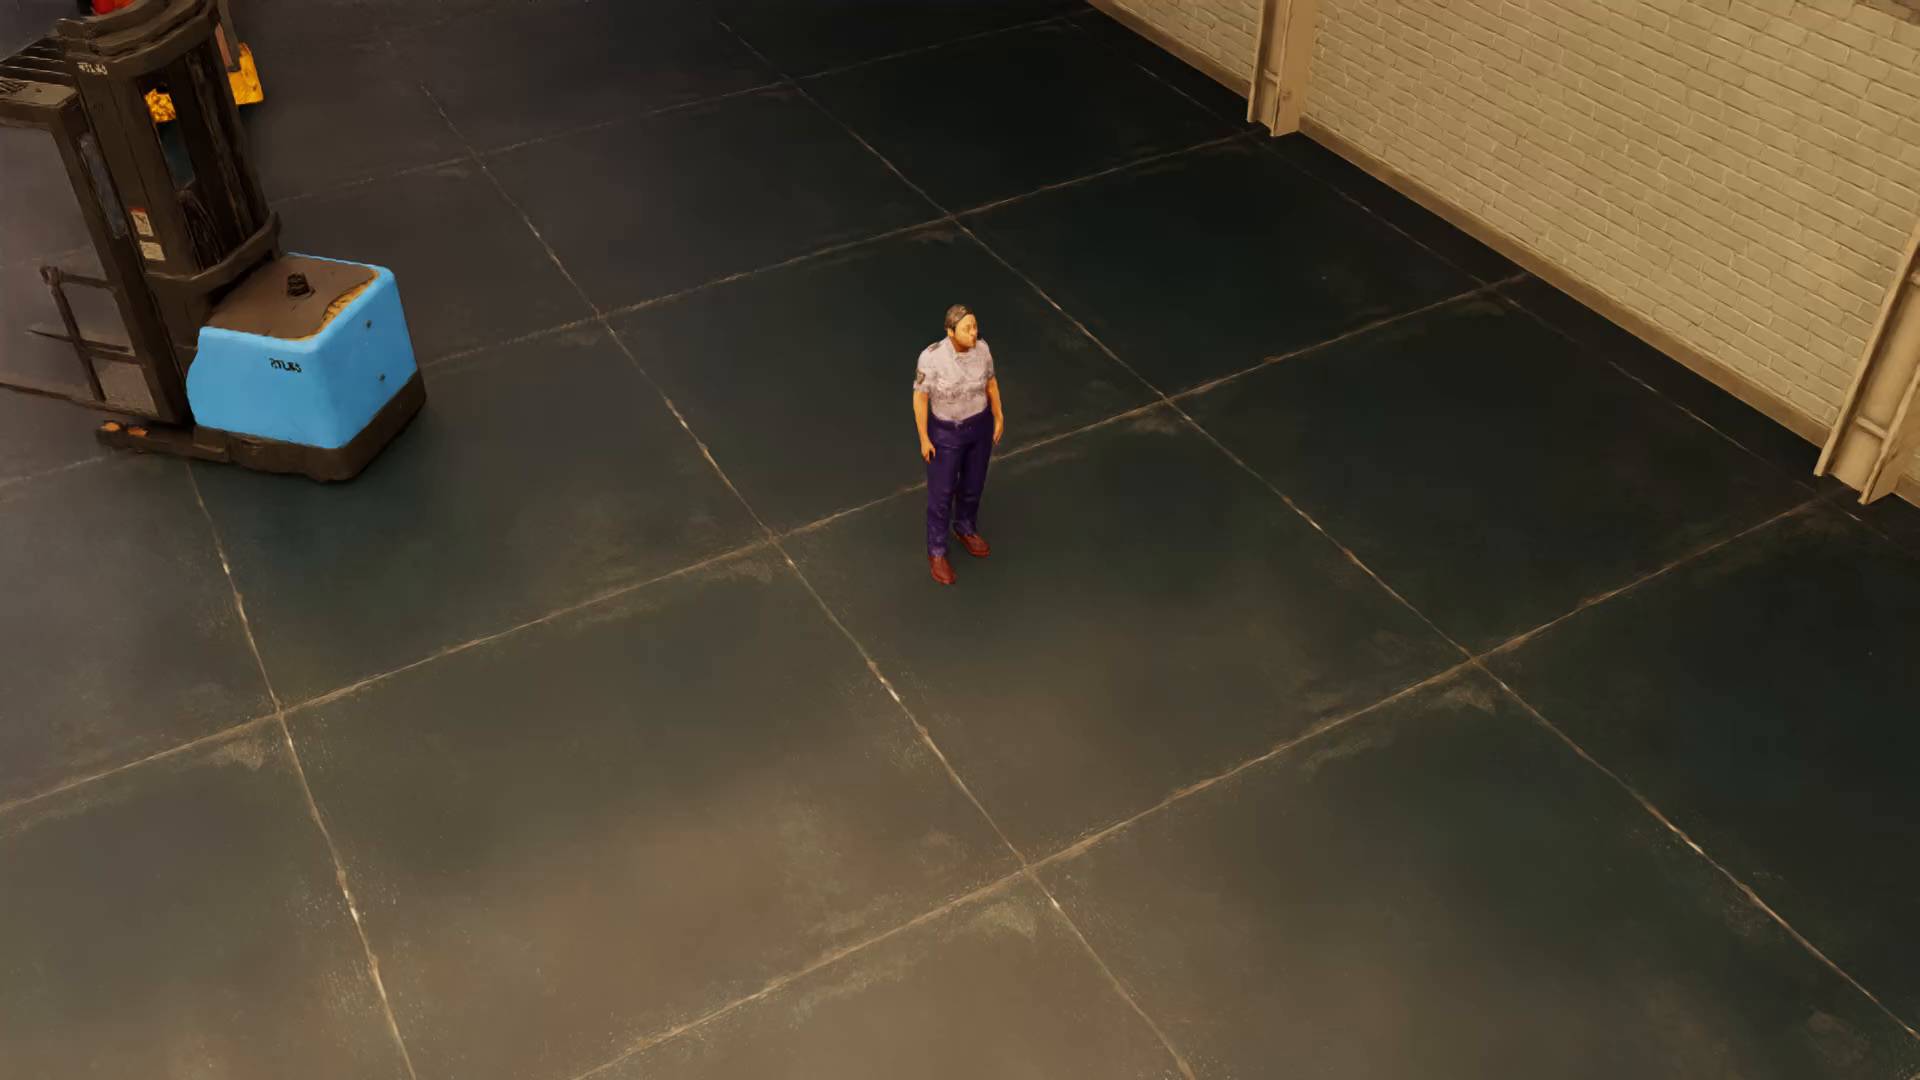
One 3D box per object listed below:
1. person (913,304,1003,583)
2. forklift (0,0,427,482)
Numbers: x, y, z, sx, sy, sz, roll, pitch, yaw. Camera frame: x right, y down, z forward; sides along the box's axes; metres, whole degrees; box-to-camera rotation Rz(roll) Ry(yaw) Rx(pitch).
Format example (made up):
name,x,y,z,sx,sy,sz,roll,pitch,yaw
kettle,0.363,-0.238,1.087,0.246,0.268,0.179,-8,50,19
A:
name,x,y,z,sx,sy,sz,roll,pitch,yaw
person,0.026,-0.583,9.733,0.599,1.650,0.502,-20,44,-23
forklift,-5.227,-2.025,10.478,3.031,2.935,1.130,10,41,12
